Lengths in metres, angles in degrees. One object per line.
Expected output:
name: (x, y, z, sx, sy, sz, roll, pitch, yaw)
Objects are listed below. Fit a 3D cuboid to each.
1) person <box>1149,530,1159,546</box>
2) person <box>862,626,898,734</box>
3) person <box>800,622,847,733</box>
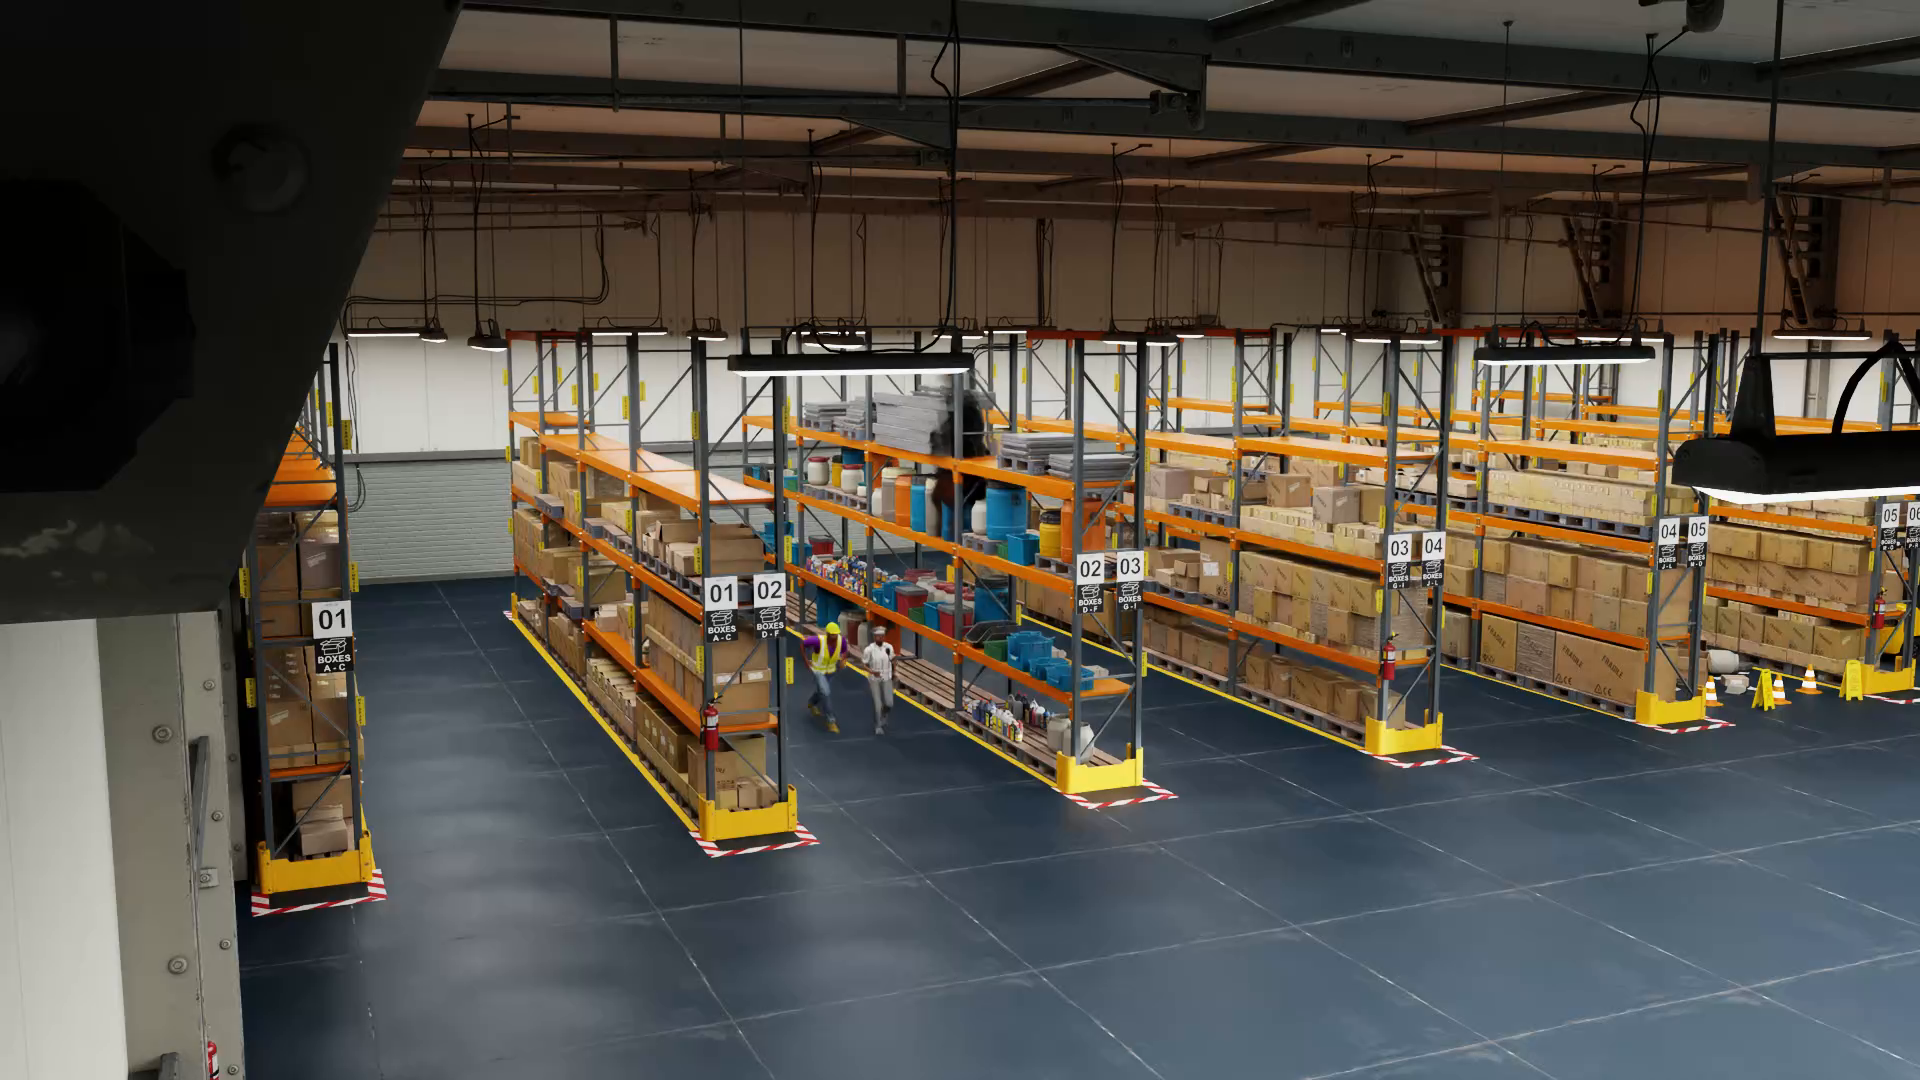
person: (5.042, -0.204, 41.869, 0.607, 1.720, 0.728, 3, 8, 19)
person: (-1.187, 2.113, 25.088, 0.569, 1.661, 0.554, -2, 8, -16)
person: (-2.120, 2.057, 25.549, 0.746, 1.715, 1.061, -4, 9, -28)
